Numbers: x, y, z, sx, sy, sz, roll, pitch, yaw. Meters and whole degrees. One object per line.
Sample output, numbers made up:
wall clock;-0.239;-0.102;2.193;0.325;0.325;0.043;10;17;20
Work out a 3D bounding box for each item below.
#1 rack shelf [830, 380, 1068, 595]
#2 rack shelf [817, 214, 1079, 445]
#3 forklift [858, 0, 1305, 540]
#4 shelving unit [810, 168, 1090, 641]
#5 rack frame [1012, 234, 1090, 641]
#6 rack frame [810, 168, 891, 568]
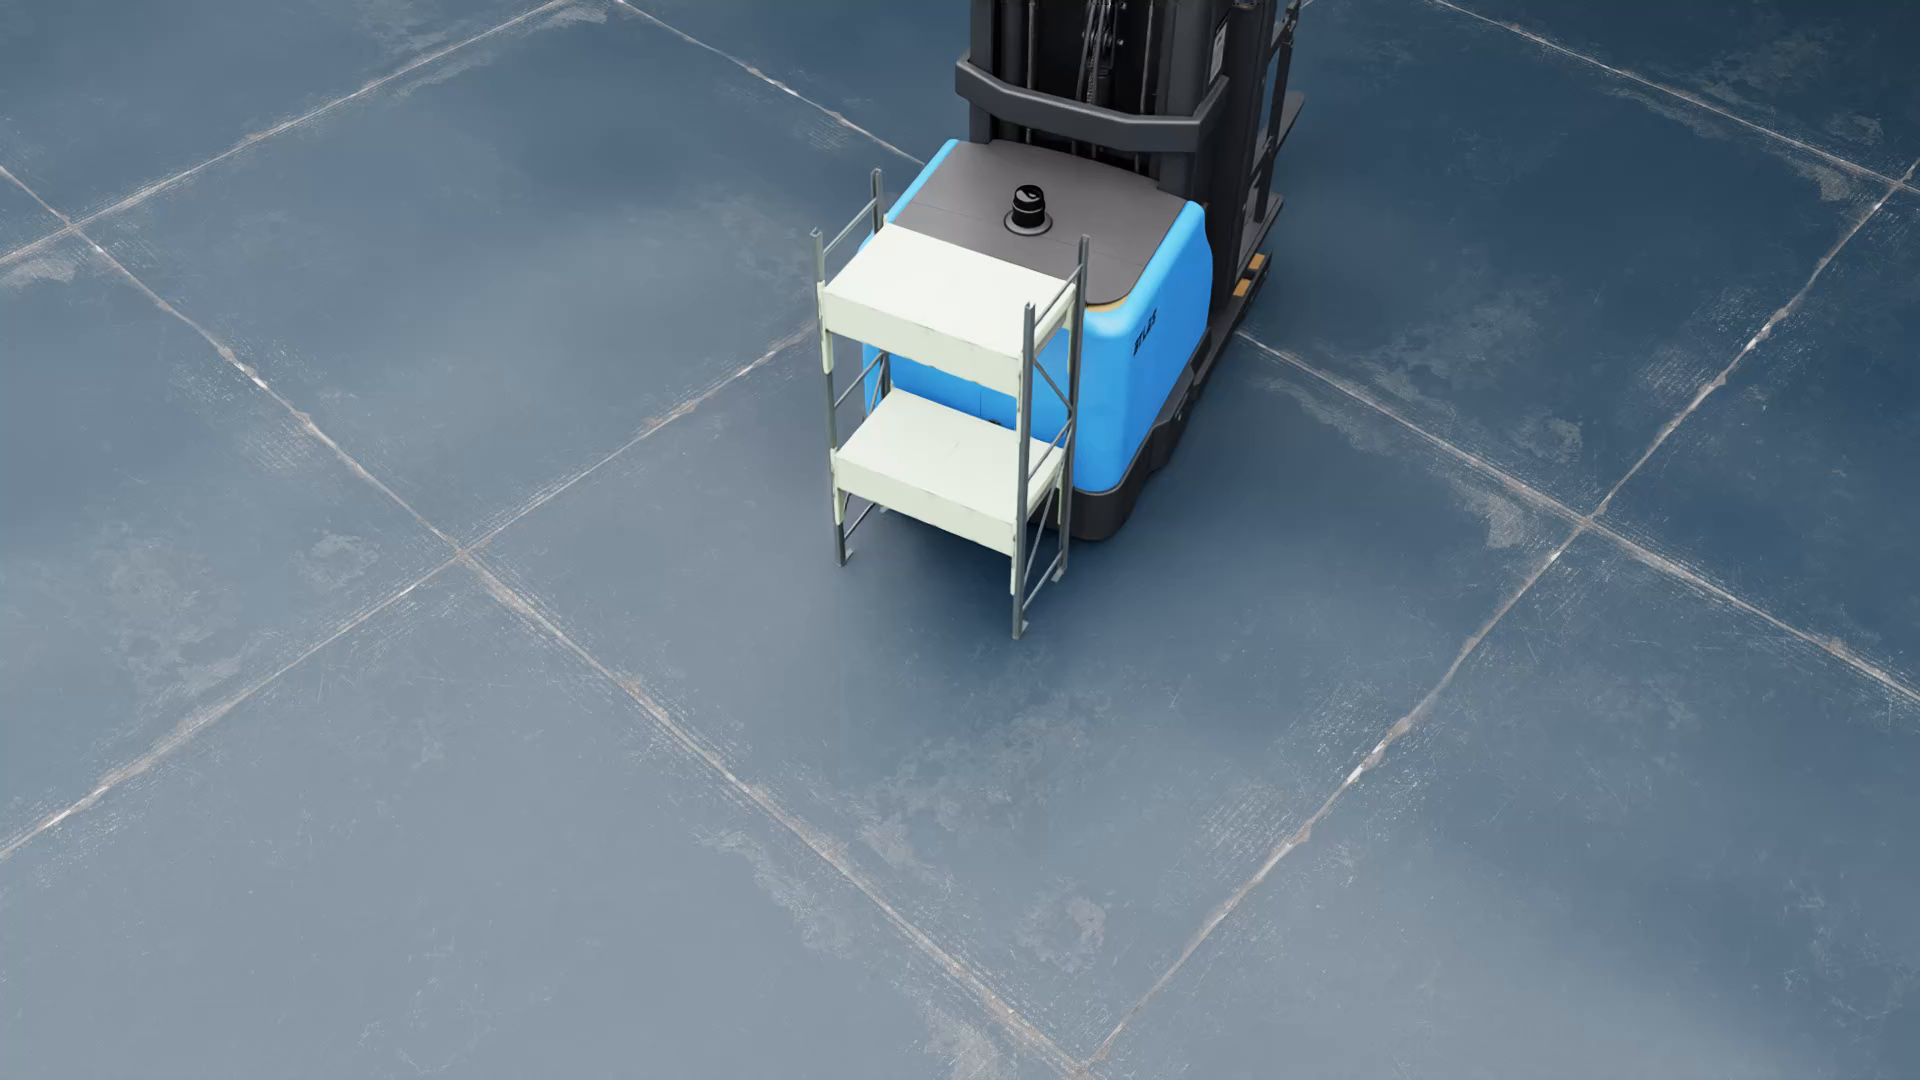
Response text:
rack shelf;-0.032;-0.192;5.848;0.720;0.370;0.431;22;50;19
rack shelf;-0.032;-0.682;5.326;0.720;0.370;0.431;22;50;19
forklift;0.706;-2.088;6.200;1.130;2.935;3.031;19;50;17
shelving unit;-0.032;-0.415;5.611;0.755;1.500;0.431;22;50;19
rack frame;0.290;-0.288;5.491;0.023;1.500;0.400;22;50;19
rack frame;-0.353;-0.542;5.730;0.023;1.500;0.400;22;50;19
